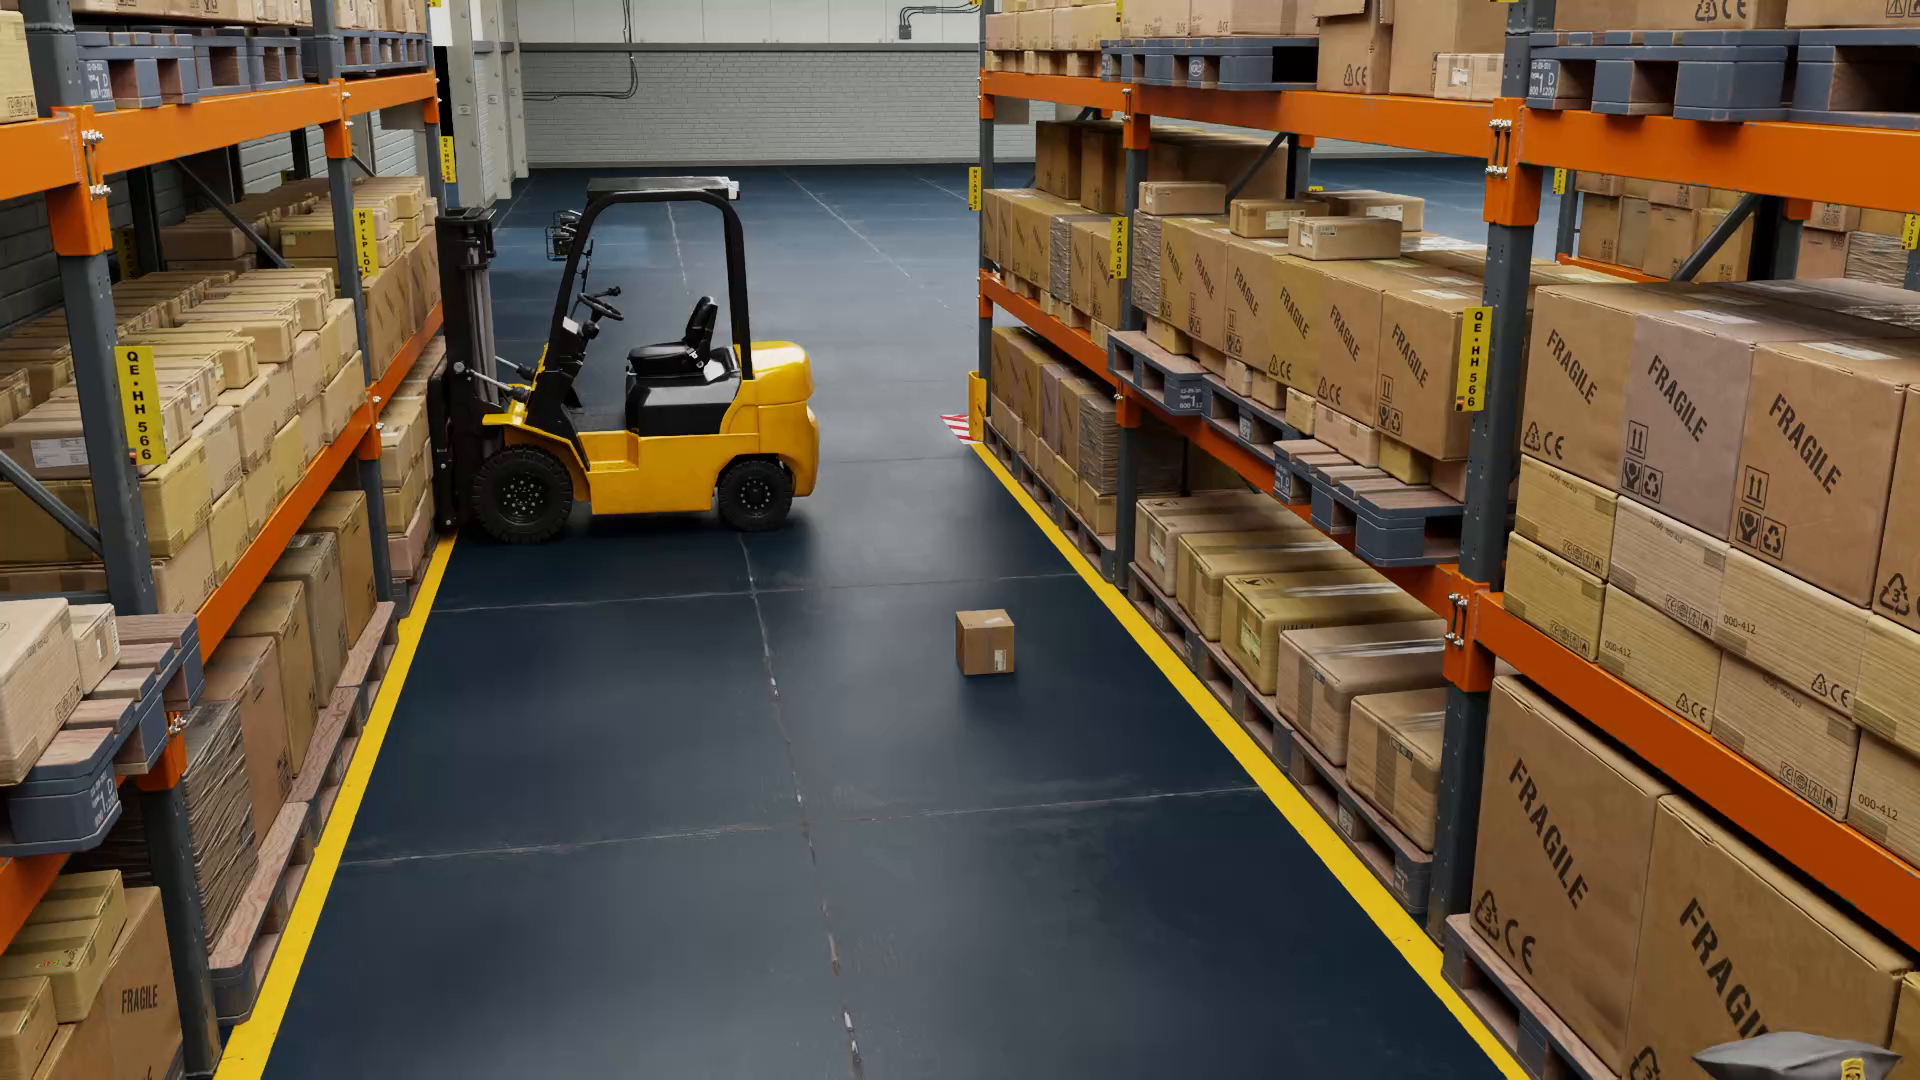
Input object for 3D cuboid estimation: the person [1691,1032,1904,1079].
[{"bbox_3d":[1.157,1.463,2.505,0.482,1.663,0.797,-3,17,-9],"label":"person"}]
